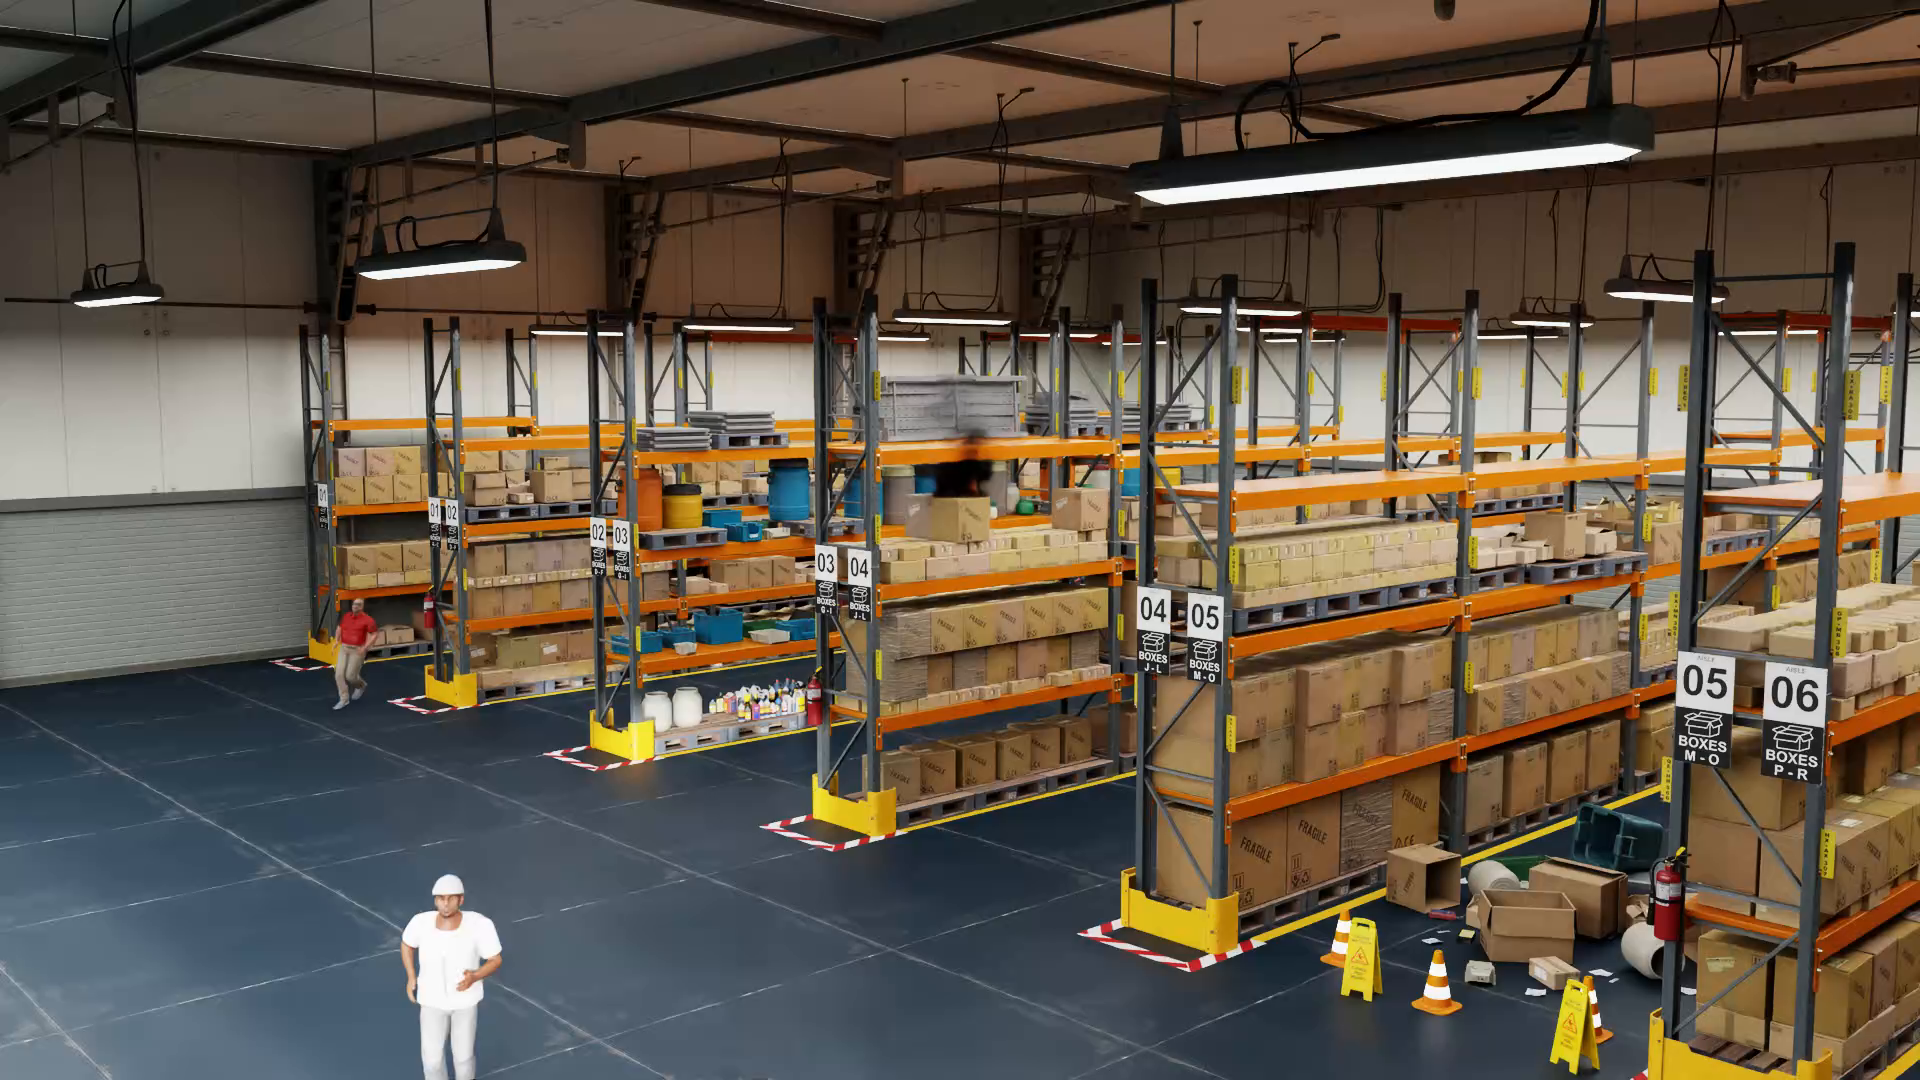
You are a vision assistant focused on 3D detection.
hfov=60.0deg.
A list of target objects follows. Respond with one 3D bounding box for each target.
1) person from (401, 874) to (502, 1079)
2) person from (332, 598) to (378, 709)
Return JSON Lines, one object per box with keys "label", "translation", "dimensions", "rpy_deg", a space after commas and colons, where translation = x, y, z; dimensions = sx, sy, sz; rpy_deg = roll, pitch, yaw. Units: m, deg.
{"label": "person", "translation": [-3.454, 3.164, 11.289], "dimensions": [0.685, 1.830, 0.692], "rpy_deg": [-1, 6, -10]}
{"label": "person", "translation": [-9.402, 1.745, 25.776], "dimensions": [0.718, 1.690, 0.614], "rpy_deg": [1, 6, 12]}
